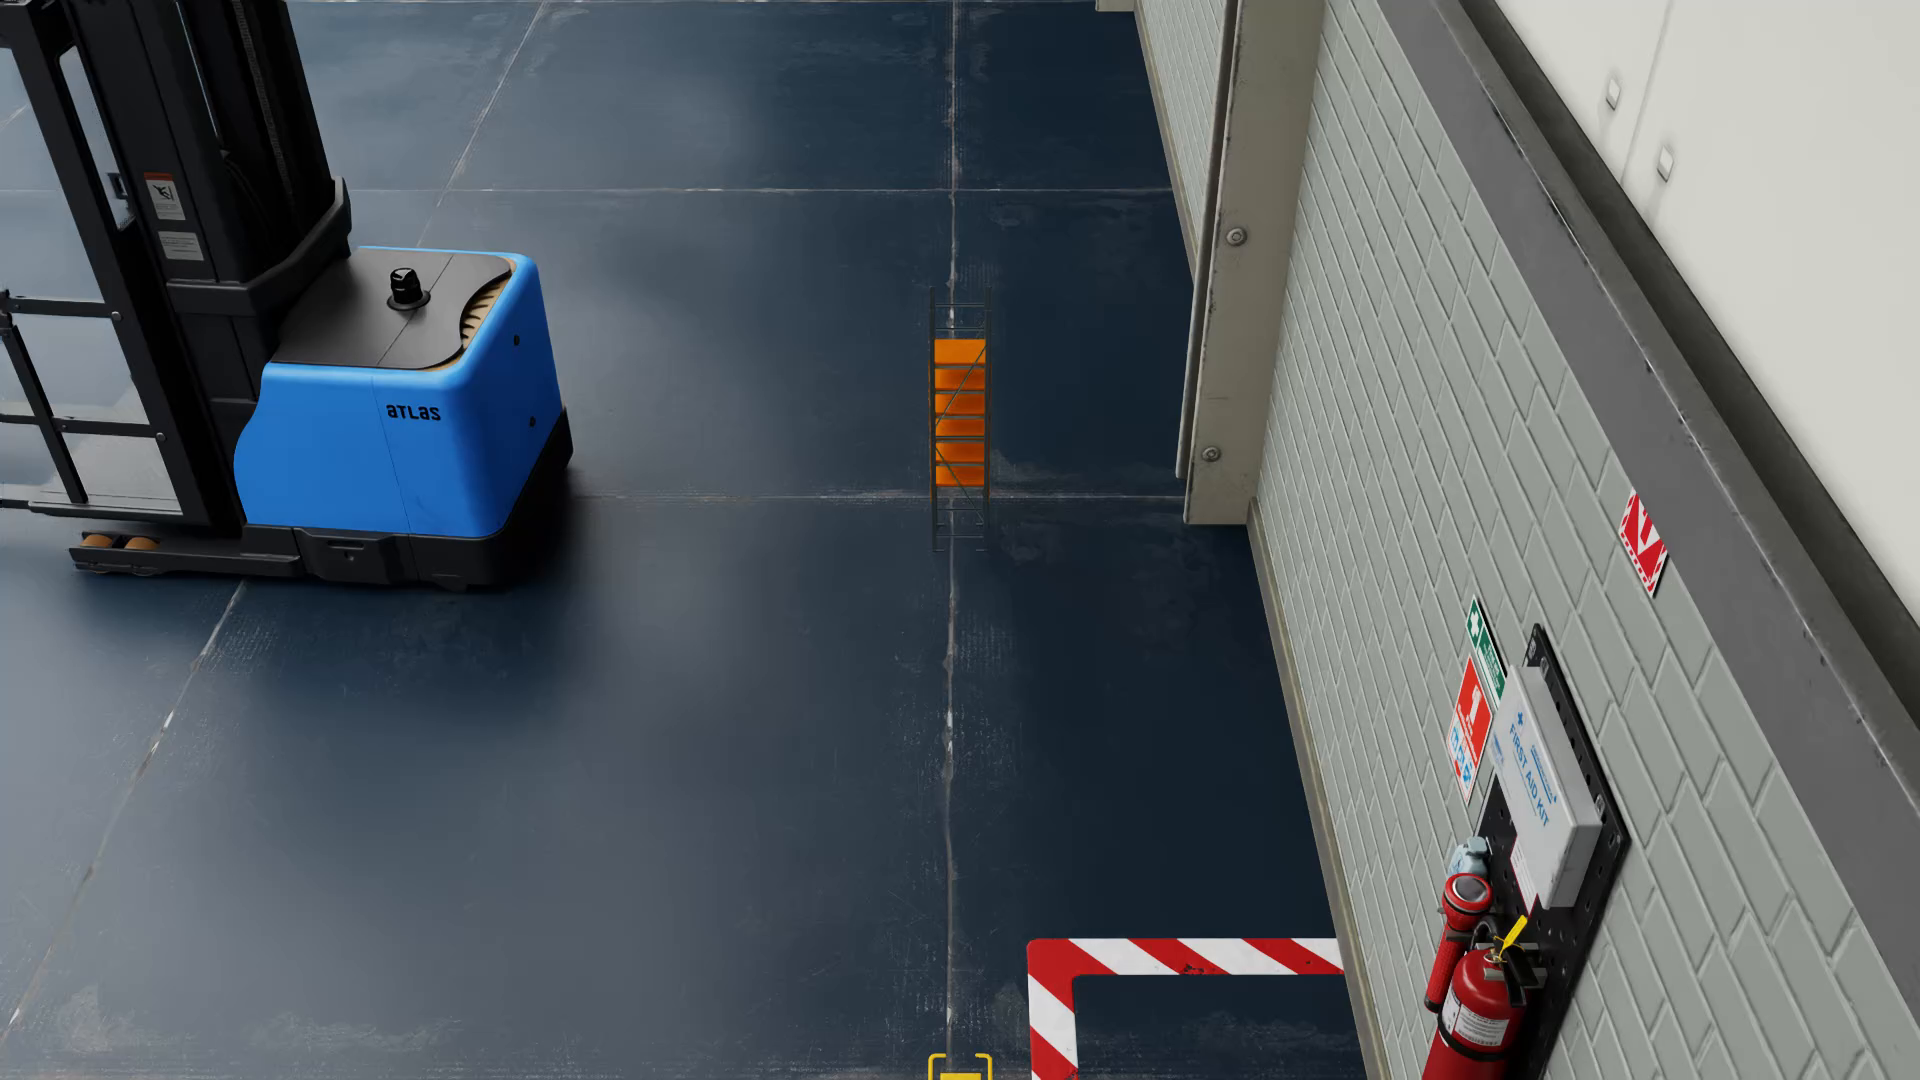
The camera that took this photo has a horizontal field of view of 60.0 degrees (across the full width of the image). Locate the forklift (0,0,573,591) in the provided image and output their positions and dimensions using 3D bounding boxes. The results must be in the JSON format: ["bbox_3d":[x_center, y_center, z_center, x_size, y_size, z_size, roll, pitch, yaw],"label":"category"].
[{"bbox_3d":[-3.325,-1.314,6.546,3.031,2.935,1.130,4,39,4],"label":"forklift"}]

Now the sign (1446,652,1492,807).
[{"bbox_3d":[1.290,0.482,4.221,0.001,0.329,0.234,0,39,0],"label":"sign"}]

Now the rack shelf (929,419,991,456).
[{"bbox_3d":[0.000,-0.443,6.914,0.258,0.103,0.180,0,39,0],"label":"rack shelf"}]

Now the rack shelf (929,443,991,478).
[{"bbox_3d":[0.000,-0.349,6.989,0.258,0.103,0.180,0,39,0],"label":"rack shelf"}]

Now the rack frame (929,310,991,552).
[{"bbox_3d":[0.000,-0.420,6.815,0.240,1.200,0.006,0,39,0],"label":"rack frame"}]

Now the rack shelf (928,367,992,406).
[{"bbox_3d":[0.000,-0.630,6.764,0.258,0.103,0.180,0,39,0],"label":"rack shelf"}]

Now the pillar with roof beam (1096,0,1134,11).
[{"bbox_3d":[-3.166,-7.455,9.357,9.100,9.000,0.400,0,39,0],"label":"pillar with roof beam"}]

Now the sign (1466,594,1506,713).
[{"bbox_3d":[1.281,0.278,4.052,0.001,0.109,0.331,0,39,0],"label":"sign"}]

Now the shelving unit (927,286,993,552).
[{"bbox_3d":[0.000,-0.477,6.886,0.258,1.200,0.189,0,39,0],"label":"shelving unit"}]

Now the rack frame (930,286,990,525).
[{"bbox_3d":[0.000,-0.534,6.957,0.240,1.200,0.006,0,39,0],"label":"rack frame"}]

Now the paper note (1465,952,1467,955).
[{"bbox_3d":[1.257,1.075,4.215,0.016,0.148,0.142,0,39,0],"label":"paper note"}]

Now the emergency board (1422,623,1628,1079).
[{"bbox_3d":[1.188,0.842,3.801,0.194,1.169,0.643,0,39,0],"label":"emergency board"}]

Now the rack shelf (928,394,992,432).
[{"bbox_3d":[0.000,-0.536,6.839,0.258,0.103,0.180,0,39,0],"label":"rack shelf"}]

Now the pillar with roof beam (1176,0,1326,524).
[{"bbox_3d":[-3.160,-3.703,4.675,9.100,9.000,0.400,0,39,0],"label":"pillar with roof beam"}]

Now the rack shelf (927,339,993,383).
[{"bbox_3d":[0.000,-0.724,6.689,0.258,0.103,0.180,0,39,0],"label":"rack shelf"}]

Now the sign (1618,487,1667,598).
[{"bbox_3d":[1.287,-0.068,3.082,0.001,0.298,0.199,0,39,0],"label":"sign"}]

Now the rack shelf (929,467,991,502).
[{"bbox_3d":[0.000,-0.255,7.064,0.258,0.103,0.180,0,39,0],"label":"rack shelf"}]
